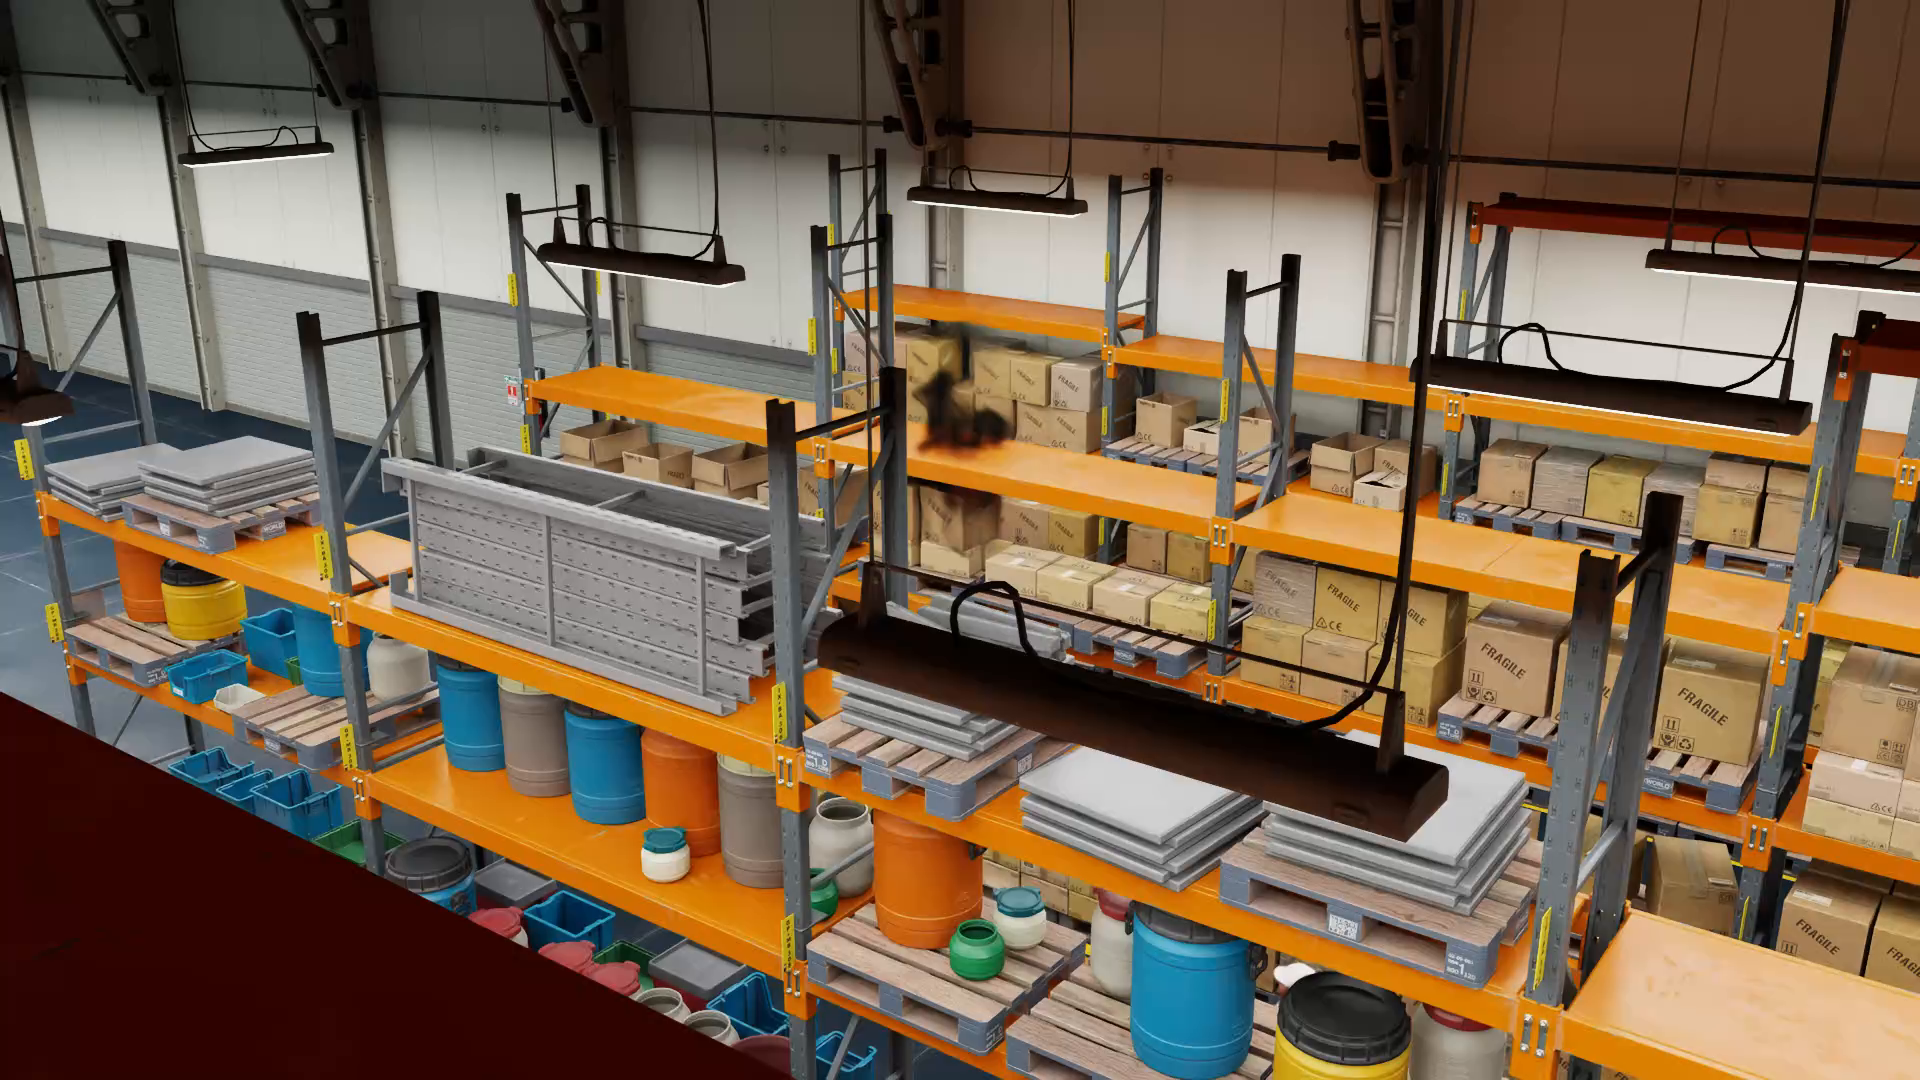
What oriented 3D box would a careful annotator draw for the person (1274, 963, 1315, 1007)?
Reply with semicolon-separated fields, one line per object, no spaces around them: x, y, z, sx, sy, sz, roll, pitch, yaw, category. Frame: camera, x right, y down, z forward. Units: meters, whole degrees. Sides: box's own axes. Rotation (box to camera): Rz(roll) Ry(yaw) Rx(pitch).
2.243;3.667;11.355;0.936;1.769;0.661;8;20;22;person
